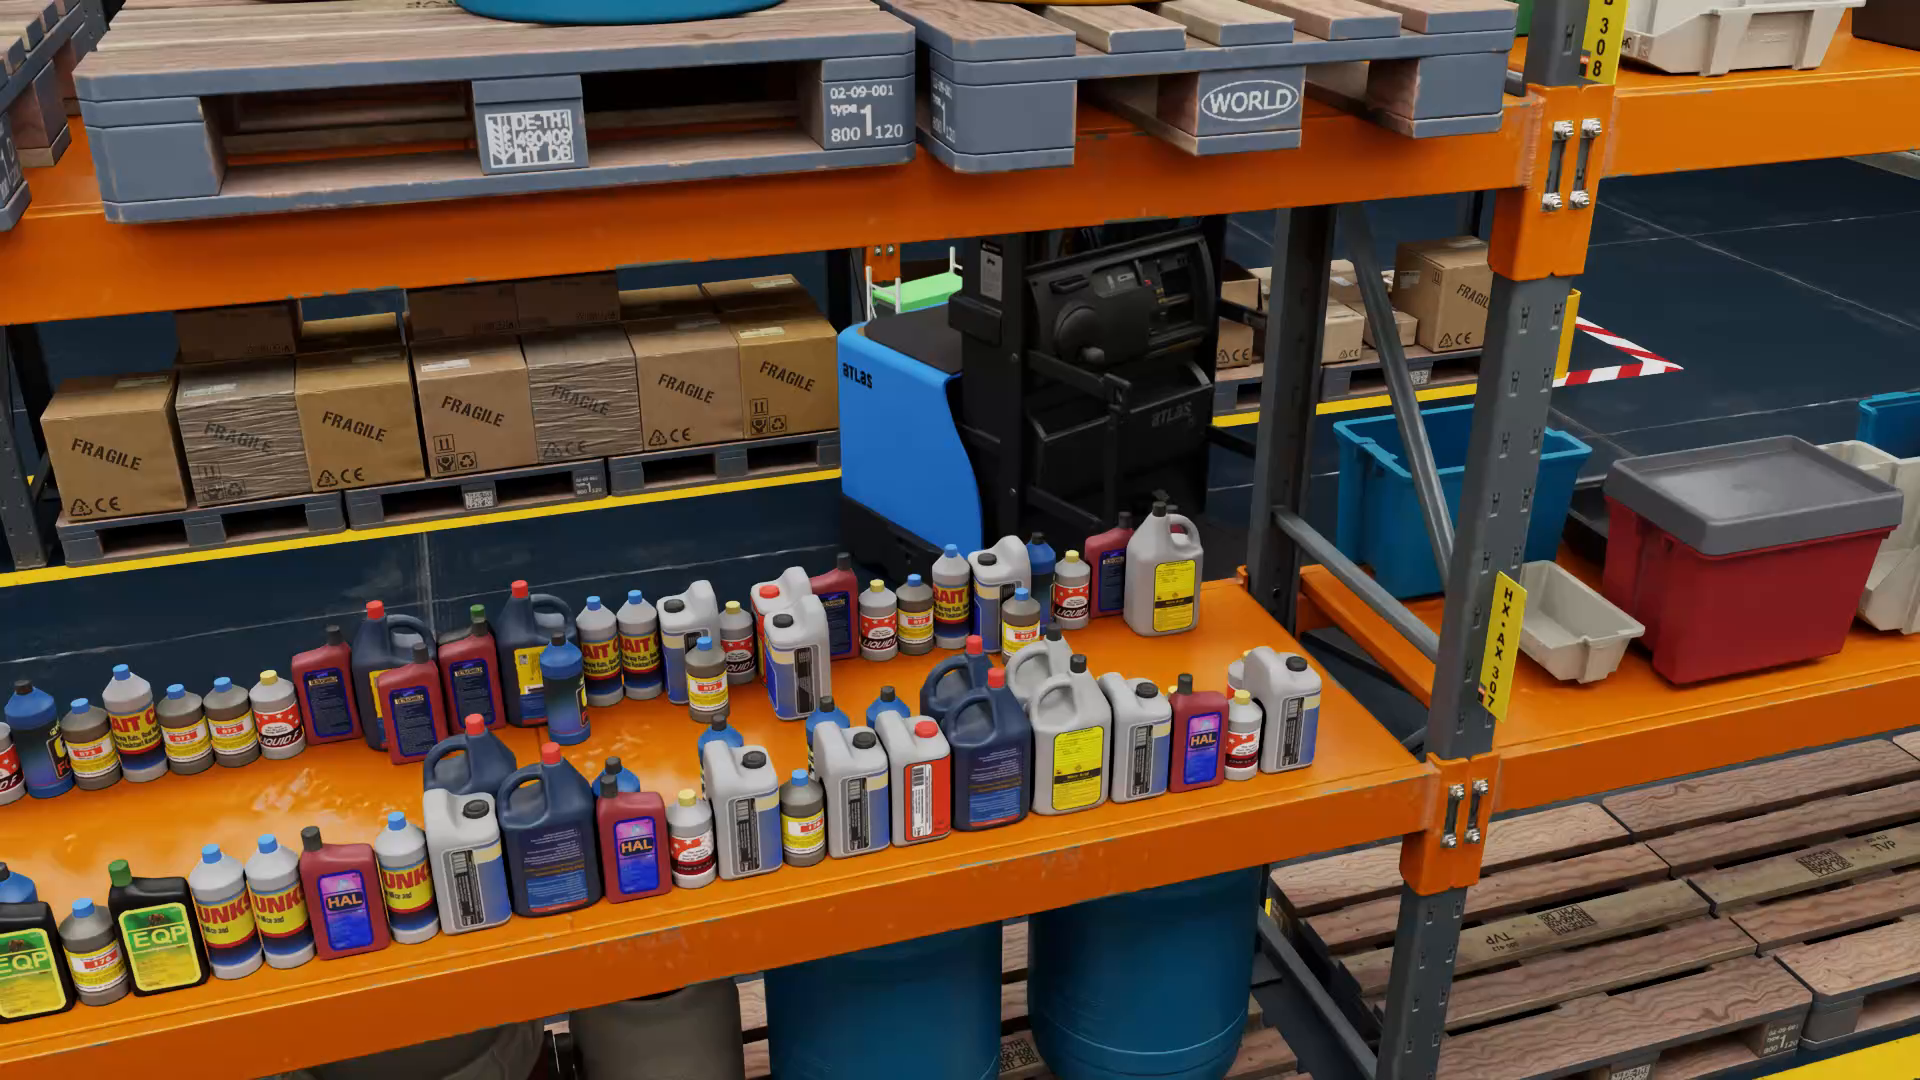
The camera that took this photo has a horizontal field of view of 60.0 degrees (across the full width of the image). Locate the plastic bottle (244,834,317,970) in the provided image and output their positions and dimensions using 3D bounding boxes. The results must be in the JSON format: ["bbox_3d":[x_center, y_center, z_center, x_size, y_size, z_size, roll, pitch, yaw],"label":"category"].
[{"bbox_3d":[-1.292,0.677,3.157,0.097,0.271,0.097,0,26,0],"label":"plastic bottle"}]

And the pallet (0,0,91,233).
[{"bbox_3d":[-2.043,-0.649,2.522,1.213,0.211,1.003,-8,28,-16],"label":"pallet"}]

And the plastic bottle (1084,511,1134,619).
[{"bbox_3d":[0.395,0.064,4.378,0.133,0.283,0.061,-8,28,-16],"label":"plastic bottle"}]

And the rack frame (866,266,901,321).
[{"bbox_3d":[-0.345,-0.666,7.743,0.015,1.200,0.240,-20,33,-34],"label":"rack frame"}]

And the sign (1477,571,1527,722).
[{"bbox_3d":[1.171,0.232,3.597,0.005,0.325,0.100,-8,28,-16],"label":"sign"}]

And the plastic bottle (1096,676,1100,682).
[{"bbox_3d":[0.324,0.404,3.787,0.097,0.201,0.097,0,26,0],"label":"plastic bottle"}]

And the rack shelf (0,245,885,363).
[{"bbox_3d":[-2.430,-1.374,7.953,4.000,0.370,1.077,-8,28,-16],"label":"rack shelf"}]

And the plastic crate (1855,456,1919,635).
[{"bbox_3d":[2.512,0.017,4.408,0.530,0.282,0.437,-8,28,-16],"label":"plastic crate"}]

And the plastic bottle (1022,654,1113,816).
[{"bbox_3d":[0.230,0.411,3.605,0.185,0.351,0.144,-8,28,-16],"label":"plastic bottle"}]

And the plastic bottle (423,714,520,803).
[{"bbox_3d":[-0.993,0.516,3.392,0.185,0.351,0.144,-8,28,-16],"label":"plastic bottle"}]

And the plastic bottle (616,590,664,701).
[{"bbox_3d":[-0.775,0.248,4.023,0.097,0.271,0.097,0,26,0],"label":"plastic bottle"}]

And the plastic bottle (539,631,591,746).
[{"bbox_3d":[-0.916,0.335,3.846,0.097,0.271,0.097,0,26,0],"label":"plastic bottle"}]

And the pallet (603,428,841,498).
[{"bbox_3d":[-1.290,-0.594,8.710,1.213,0.211,1.003,-8,28,-16],"label":"pallet"}]

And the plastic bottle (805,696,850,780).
[{"bbox_3d":[-0.283,0.460,3.594,0.097,0.271,0.097,0,26,0],"label":"plastic bottle"}]

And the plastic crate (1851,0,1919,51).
[{"bbox_3d":[2.269,-1.217,3.601,0.590,0.269,0.497,-8,28,-16],"label":"plastic crate"}]

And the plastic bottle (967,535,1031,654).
[{"bbox_3d":[0.097,0.132,4.250,0.135,0.276,0.152,-8,28,-16],"label":"plastic bottle"}]

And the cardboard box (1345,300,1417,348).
[{"bbox_3d":[2.422,-1.253,9.593,0.250,0.166,0.380,-8,28,-16],"label":"cardboard box"}]

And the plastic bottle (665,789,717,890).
[{"bbox_3d":[-0.549,0.601,3.389,0.097,0.201,0.097,0,26,0],"label":"plastic bottle"}]

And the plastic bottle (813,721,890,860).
[{"bbox_3d":[-0.227,0.508,3.492,0.135,0.276,0.152,-8,28,-16],"label":"plastic bottle"}]

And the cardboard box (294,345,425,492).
[{"bbox_3d":[-2.835,-0.581,7.864,0.500,0.500,0.500,-9,28,-17],"label":"cardboard box"}]

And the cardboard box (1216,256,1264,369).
[{"bbox_3d":[1.257,-1.311,9.330,0.637,0.503,0.797,-8,28,-16],"label":"cardboard box"}]

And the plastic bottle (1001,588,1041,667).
[{"bbox_3d":[0.153,0.216,4.166,0.097,0.201,0.097,0,26,0],"label":"plastic bottle"}]

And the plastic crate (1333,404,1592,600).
[{"bbox_3d":[1.341,-0.105,4.538,0.575,0.384,0.392,-8,28,-16],"label":"plastic crate"}]

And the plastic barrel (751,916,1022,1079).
[{"bbox_3d":[-0.193,1.041,4.168,0.708,0.901,0.600,-8,28,-16],"label":"plastic barrel"}]

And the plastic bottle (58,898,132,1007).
[{"bbox_3d":[-1.604,0.754,3.081,0.097,0.201,0.097,0,26,0],"label":"plastic bottle"}]

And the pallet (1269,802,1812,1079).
[{"bbox_3d":[1.690,1.255,4.985,1.213,0.211,1.003,-8,28,-16],"label":"pallet"}]

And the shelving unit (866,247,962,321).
[{"bbox_3d":[-0.156,-0.735,7.880,0.503,1.200,0.258,-20,33,-34],"label":"shelving unit"}]

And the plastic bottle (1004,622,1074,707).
[{"bbox_3d":[0.185,0.350,3.728,0.185,0.351,0.144,-8,28,-16],"label":"plastic bottle"}]

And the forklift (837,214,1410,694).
[{"bbox_3d":[0.769,-0.891,6.250,1.130,2.935,3.031,-20,33,-34],"label":"forklift"}]

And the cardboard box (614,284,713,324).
[{"bbox_3d":[-1.567,-1.007,8.721,0.500,0.500,0.500,-8,27,-15],"label":"cardboard box"}]

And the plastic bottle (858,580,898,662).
[{"bbox_3d":[-0.207,0.197,4.204,0.097,0.201,0.097,0,26,0],"label":"plastic bottle"}]

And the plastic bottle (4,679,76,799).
[{"bbox_3d":[-2.028,0.429,3.657,0.097,0.271,0.097,0,26,0],"label":"plastic bottle"}]

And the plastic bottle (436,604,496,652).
[{"bbox_3d":[-1.159,0.289,3.925,0.133,0.283,0.061,-8,28,-16],"label":"plastic bottle"}]

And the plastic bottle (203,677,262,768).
[{"bbox_3d":[-1.658,0.407,3.781,0.097,0.201,0.097,0,26,0],"label":"plastic bottle"}]

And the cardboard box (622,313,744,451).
[{"bbox_3d":[-1.381,-0.795,8.295,0.500,0.500,0.500,-8,28,-16],"label":"cardboard box"}]

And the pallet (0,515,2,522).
[{"bbox_3d":[-5.126,-0.075,7.663,1.213,0.211,1.003,-8,28,-16],"label":"pallet"}]

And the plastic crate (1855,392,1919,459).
[{"bbox_3d":[2.932,-0.262,5.025,0.300,0.233,0.416,-8,28,-16],"label":"plastic crate"}]

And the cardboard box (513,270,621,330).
[{"bbox_3d":[-2.014,-1.283,8.435,0.500,0.250,0.500,-8,28,-16],"label":"cardboard box"}]

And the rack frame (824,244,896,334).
[{"bbox_3d":[-0.528,-1.971,8.348,0.127,3.000,1.000,-8,28,-16],"label":"rack frame"}]

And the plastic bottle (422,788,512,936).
[{"bbox_3d":[-0.971,0.616,3.275,0.135,0.276,0.152,-8,28,-16],"label":"plastic bottle"}]

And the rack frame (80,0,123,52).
[{"bbox_3d":[-5.869,-3.514,11.456,0.127,3.000,1.000,-8,28,-16],"label":"rack frame"}]

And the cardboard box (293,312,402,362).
[{"bbox_3d":[-3.022,-0.797,8.299,0.500,0.500,0.500,-9,28,-18],"label":"cardboard box"}]

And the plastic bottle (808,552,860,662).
[{"bbox_3d":[-0.323,0.168,4.169,0.133,0.283,0.061,-8,28,-16],"label":"plastic bottle"}]

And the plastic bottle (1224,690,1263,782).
[{"bbox_3d":[0.626,0.431,3.732,0.097,0.201,0.097,0,26,0],"label":"plastic bottle"}]

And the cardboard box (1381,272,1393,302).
[{"bbox_3d":[2.533,-1.503,10.096,0.250,0.166,0.380,-8,28,-16],"label":"cardboard box"}]

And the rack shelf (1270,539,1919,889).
[{"bbox_3d":[2.904,0.170,4.843,4.000,0.370,1.077,-8,28,-16],"label":"rack shelf"}]
